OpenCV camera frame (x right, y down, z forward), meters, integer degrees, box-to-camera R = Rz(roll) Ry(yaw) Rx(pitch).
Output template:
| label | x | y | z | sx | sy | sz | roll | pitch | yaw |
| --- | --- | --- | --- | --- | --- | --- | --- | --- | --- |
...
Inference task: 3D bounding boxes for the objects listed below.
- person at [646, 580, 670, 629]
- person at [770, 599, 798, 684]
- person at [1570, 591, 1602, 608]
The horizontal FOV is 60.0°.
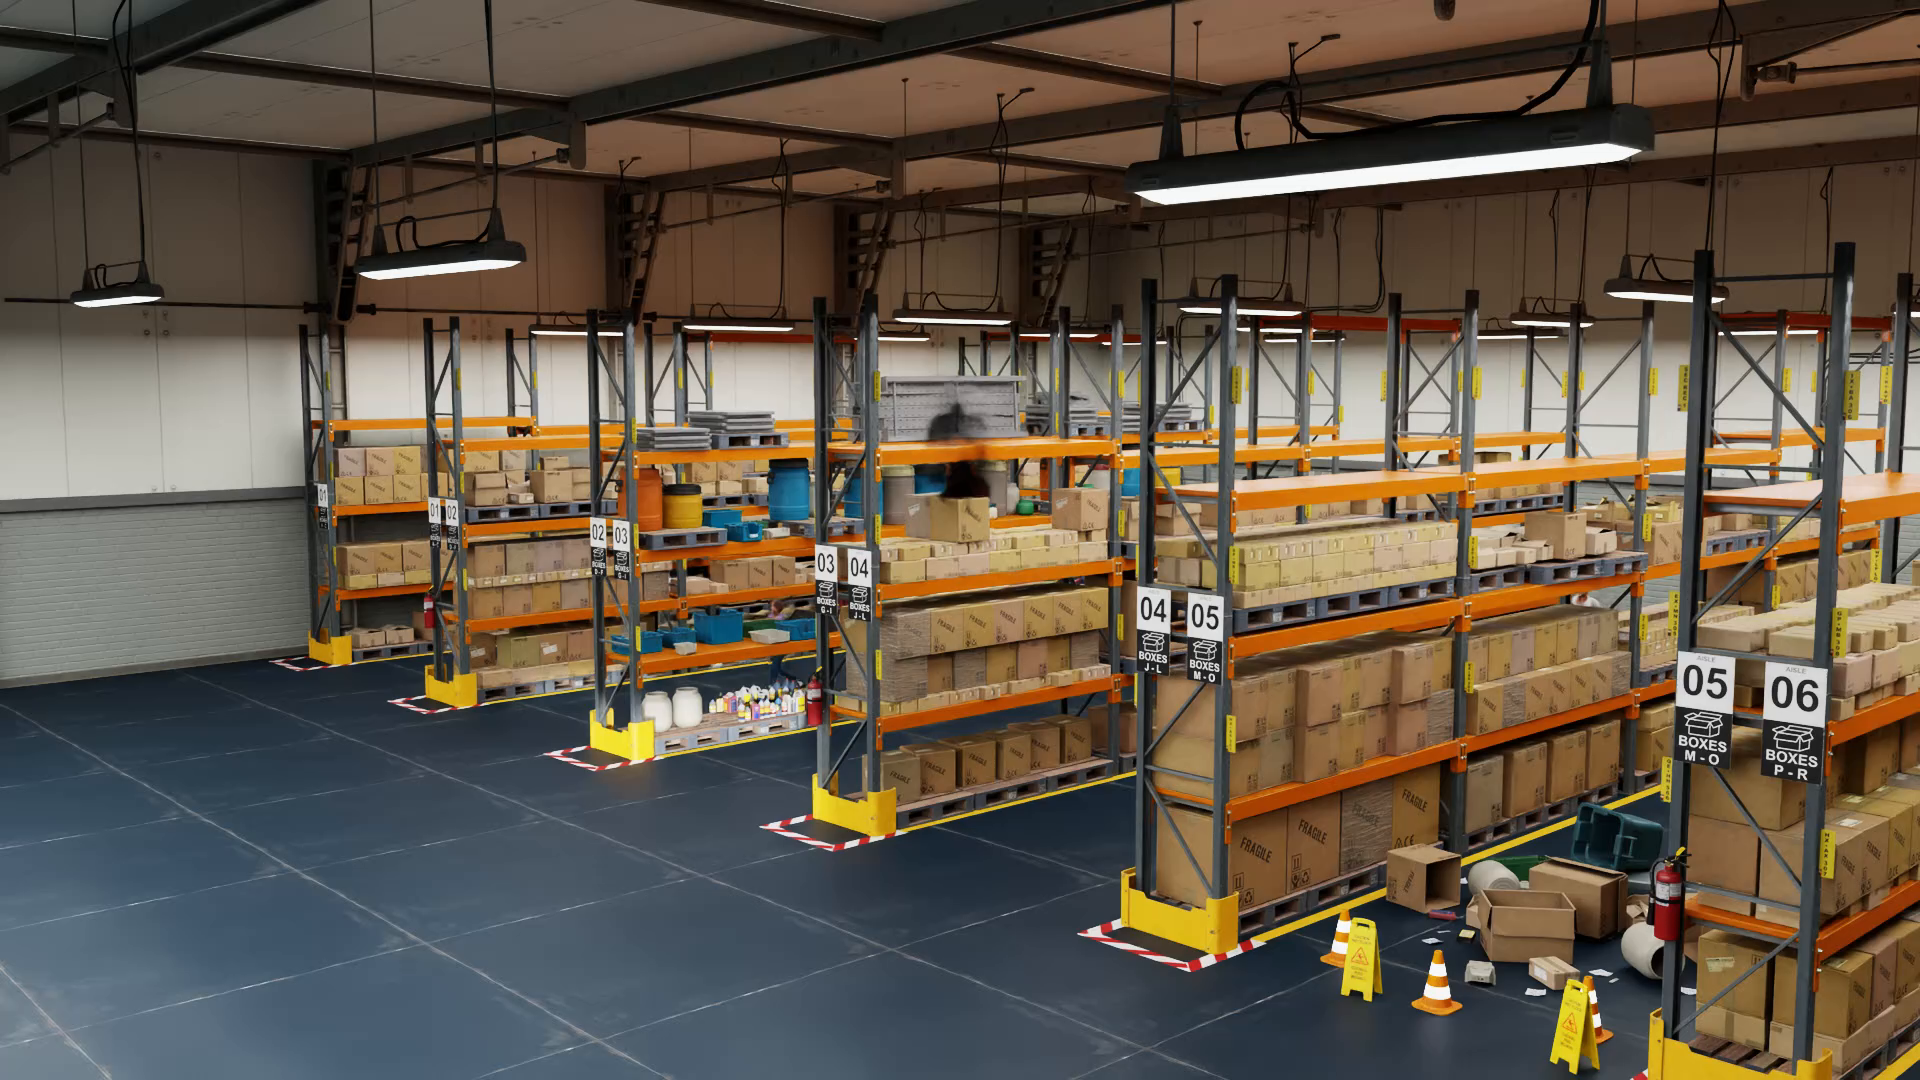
| label | x | y | z | sx | sy | sz | roll | pitch | yaw |
| --- | --- | --- | --- | --- | --- | --- | --- | --- | --- |
| person | -5.490 | 1.197 | 30.328 | 0.649 | 1.649 | 0.542 | 5 | 8 | 40 |
| person | -2.901 | 1.718 | 26.073 | 0.537 | 1.596 | 0.753 | 5 | 8 | 40 |
| person | 10.233 | 1.496 | 27.220 | 0.781 | 1.709 | 0.665 | -5 | 8 | -43 |
